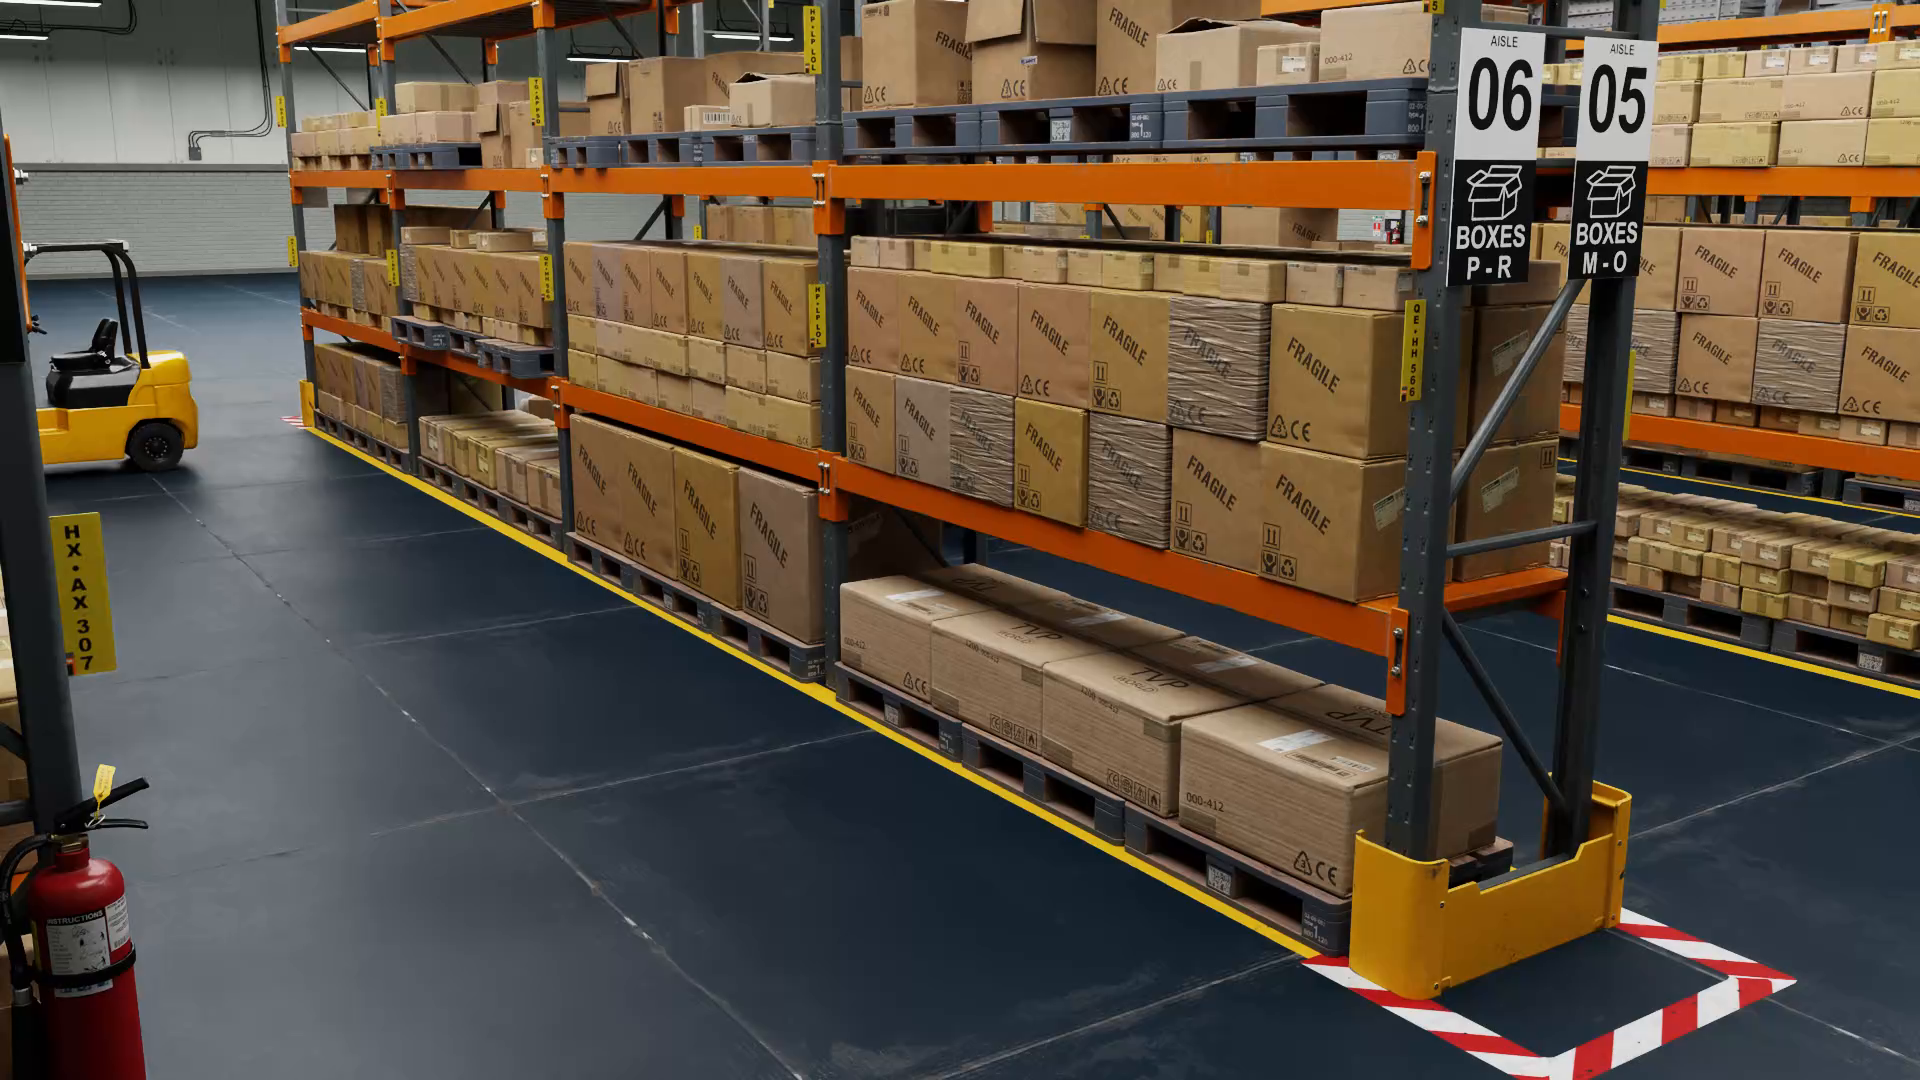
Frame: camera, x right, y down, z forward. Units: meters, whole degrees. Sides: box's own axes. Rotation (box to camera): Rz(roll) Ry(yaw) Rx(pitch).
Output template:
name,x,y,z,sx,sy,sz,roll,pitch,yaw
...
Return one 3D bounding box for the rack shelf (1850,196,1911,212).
name,x,y,z,sx,sy,sz,roll,pitch,yaw
rack shelf,6.851,-3.346,15.801,1.077,0.370,4.000,-8,15,-33

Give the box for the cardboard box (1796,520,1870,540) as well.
name,x,y,z,sx,sy,sz,roll,pitch,yaw
cardboard box,5.345,-0.011,10.190,0.380,0.149,0.250,-7,14,-31

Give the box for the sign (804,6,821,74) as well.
name,x,y,z,sx,sy,sz,roll,pitch,yaw
sign,-0.737,-2.509,8.344,0.100,0.325,0.005,-8,15,-33

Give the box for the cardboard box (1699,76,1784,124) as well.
name,x,y,z,sx,sy,sz,roll,pitch,yaw
cardboard box,4.688,-2.557,9.692,0.500,0.250,0.500,-9,15,-35

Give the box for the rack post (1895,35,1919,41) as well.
name,x,y,z,sx,sy,sz,roll,pitch,yaw
rack post,10.855,-5.494,18.089,0.937,0.300,0.954,-6,14,-27

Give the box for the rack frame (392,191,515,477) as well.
name,x,y,z,sx,sy,sz,roll,pitch,yaw
rack frame,-4.723,-2.126,15.561,1.000,3.000,0.127,-8,15,-33

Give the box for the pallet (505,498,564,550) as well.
name,x,y,z,sx,sy,sz,roll,pitch,yaw
pallet,-2.938,-0.191,13.242,1.003,0.211,1.213,-8,15,-33

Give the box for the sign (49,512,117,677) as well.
name,x,y,z,sx,sy,sz,roll,pitch,yaw
sign,-1.753,0.110,3.313,0.100,0.325,0.005,-8,15,-33

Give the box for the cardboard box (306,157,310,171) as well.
name,x,y,z,sx,sy,sz,roll,pitch,yaw
cardboard box,-6.806,-4.046,17.910,0.380,0.149,0.250,-9,15,-35

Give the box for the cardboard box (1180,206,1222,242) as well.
name,x,y,z,sx,sy,sz,roll,pitch,yaw
cardboard box,3.049,-4.029,20.992,0.500,0.500,0.500,-8,15,-33

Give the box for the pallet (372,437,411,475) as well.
name,x,y,z,sx,sy,sz,roll,pitch,yaw
pallet,-5.124,-0.879,16.386,1.003,0.211,1.213,-8,15,-33

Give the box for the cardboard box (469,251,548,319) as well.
name,x,y,z,sx,sy,sz,roll,pitch,yaw
cardboard box,-3.566,-2.042,13.264,0.500,0.500,0.500,-9,15,-37

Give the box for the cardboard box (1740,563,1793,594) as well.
name,x,y,z,sx,sy,sz,roll,pitch,yaw
cardboard box,4.874,0.204,9.902,0.380,0.149,0.250,-8,15,-32

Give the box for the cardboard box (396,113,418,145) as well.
name,x,y,z,sx,sy,sz,roll,pitch,yaw
cardboard box,-4.451,-3.481,14.107,0.500,0.250,0.500,-8,15,-34

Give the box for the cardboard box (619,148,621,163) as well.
name,x,y,z,sx,sy,sz,roll,pitch,yaw
cardboard box,-2.540,-2.833,12.362,0.380,0.149,0.250,-8,15,-33

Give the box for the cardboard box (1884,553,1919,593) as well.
name,x,y,z,sx,sy,sz,roll,pitch,yaw
cardboard box,5.395,0.186,9.288,0.380,0.149,0.250,-8,15,-32

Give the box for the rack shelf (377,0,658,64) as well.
name,x,y,z,sx,sy,sz,roll,pitch,yaw
rack shelf,-3.615,-4.154,13.413,1.077,0.370,4.000,-8,15,-33

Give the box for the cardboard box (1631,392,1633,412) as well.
name,x,y,z,sx,sy,sz,roll,pitch,yaw
cardboard box,4.286,-0.915,10.612,0.380,0.149,0.250,-8,15,-32

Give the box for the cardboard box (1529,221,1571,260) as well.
name,x,y,z,sx,sy,sz,roll,pitch,yaw
cardboard box,3.822,-1.880,11.168,0.500,0.500,0.500,-8,14,-31

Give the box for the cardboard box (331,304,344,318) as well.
name,x,y,z,sx,sy,sz,roll,pitch,yaw
cardboard box,-6.418,-2.437,17.572,0.380,0.149,0.250,-8,14,-31

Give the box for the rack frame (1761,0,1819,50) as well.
name,x,y,z,sx,sy,sz,roll,pitch,yaw
rack frame,9.867,-6.104,19.712,1.000,3.000,0.127,-8,15,-33

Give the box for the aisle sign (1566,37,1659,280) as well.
name,x,y,z,sx,sy,sz,roll,pitch,yaw
aisle sign,2.207,-1.283,5.622,0.394,0.787,0.004,-8,15,-33

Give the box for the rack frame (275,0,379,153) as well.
name,x,y,z,sx,sy,sz,roll,pitch,yaw
rack frame,-6.939,-5.768,18.173,1.000,3.000,0.127,-8,15,-33

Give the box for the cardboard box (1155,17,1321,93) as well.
name,x,y,z,sx,sy,sz,roll,pitch,yaw
cardboard box,1.138,-1.939,6.680,0.500,0.311,0.500,-8,15,-32

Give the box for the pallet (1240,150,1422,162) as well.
name,x,y,z,sx,sy,sz,roll,pitch,yaw
pallet,2.944,-2.987,12.917,1.213,0.211,1.003,-8,15,-33

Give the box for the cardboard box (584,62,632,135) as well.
name,x,y,z,sx,sy,sz,roll,pitch,yaw
cardboard box,-2.172,-3.086,11.706,0.797,0.503,0.637,-9,15,-36

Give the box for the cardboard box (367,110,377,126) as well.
name,x,y,z,sx,sy,sz,roll,pitch,yaw
cardboard box,-5.288,-3.926,15.492,0.380,0.149,0.250,-9,15,-34

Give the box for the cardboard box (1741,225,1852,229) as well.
name,x,y,z,sx,sy,sz,roll,pitch,yaw
cardboard box,5.123,-1.664,10.177,0.500,0.500,0.500,-9,15,-35

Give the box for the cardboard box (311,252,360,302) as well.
name,x,y,z,sx,sy,sz,roll,pitch,yaw
cardboard box,-6.618,-2.822,17.817,0.500,0.500,0.500,-8,14,-31

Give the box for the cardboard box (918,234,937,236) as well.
name,x,y,z,sx,sy,sz,roll,pitch,yaw
cardboard box,-0.091,-3.088,17.387,0.700,0.500,0.500,-8,15,-34

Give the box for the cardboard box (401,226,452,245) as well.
name,x,y,z,sx,sy,sz,roll,pitch,yaw
cardboard box,-4.757,-2.716,14.830,0.380,0.149,0.250,-8,15,-33

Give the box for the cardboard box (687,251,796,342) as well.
name,x,y,z,sx,sy,sz,roll,pitch,yaw
cardboard box,-1.304,-1.474,10.004,0.500,0.500,0.500,-8,14,-31

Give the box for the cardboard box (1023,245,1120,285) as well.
name,x,y,z,sx,sy,sz,roll,pitch,yaw
cardboard box,0.497,-1.197,7.222,0.380,0.149,0.250,-8,15,-33

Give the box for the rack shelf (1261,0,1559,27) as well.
name,x,y,z,sx,sy,sz,roll,pitch,yaw
rack shelf,2.666,-4.046,12.921,1.077,0.370,4.000,-8,15,-33

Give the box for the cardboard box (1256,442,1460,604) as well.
name,x,y,z,sx,sy,sz,roll,pitch,yaw
cardboard box,1.438,-0.095,6.040,0.500,0.500,0.500,-8,15,-32

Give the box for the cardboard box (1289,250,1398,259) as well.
name,x,y,z,sx,sy,sz,roll,pitch,yaw
cardboard box,1.546,-1.084,6.706,0.380,0.149,0.250,-9,15,-35

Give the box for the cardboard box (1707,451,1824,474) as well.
name,x,y,z,sx,sy,sz,roll,pitch,yaw
cardboard box,7.588,-1.155,15.110,1.225,0.875,0.875,-8,15,-33

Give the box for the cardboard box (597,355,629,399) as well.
name,x,y,z,sx,sy,sz,roll,pitch,yaw
cardboard box,-2.146,-1.135,11.382,0.500,0.250,0.500,-9,15,-34

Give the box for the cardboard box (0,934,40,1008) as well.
name,x,y,z,sx,sy,sz,roll,pitch,yaw
cardboard box,-2.906,1.336,4.599,0.700,0.500,0.500,-7,14,-30

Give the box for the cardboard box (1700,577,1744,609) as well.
name,x,y,z,sx,sy,sz,roll,pitch,yaw
cardboard box,4.748,0.301,10.154,0.380,0.149,0.250,-8,15,-32

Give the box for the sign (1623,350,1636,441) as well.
name,x,y,z,sx,sy,sz,roll,pitch,yaw
sign,2.391,-0.518,5.996,0.100,0.325,0.005,-8,15,-33

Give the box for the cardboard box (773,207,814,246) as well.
name,x,y,z,sx,sy,sz,roll,pitch,yaw
cardboard box,-1.720,-3.690,19.834,0.875,0.550,0.500,-8,15,-33

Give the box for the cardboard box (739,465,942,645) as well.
name,x,y,z,sx,sy,sz,roll,pitch,yaw
cardboard box,-0.700,0.029,9.698,0.875,0.875,0.875,-8,14,-31

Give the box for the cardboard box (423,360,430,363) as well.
name,x,y,z,sx,sy,sz,roll,pitch,yaw
cardboard box,-5.131,-1.585,16.785,0.500,0.500,0.500,-7,14,-30

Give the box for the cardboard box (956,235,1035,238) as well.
name,x,y,z,sx,sy,sz,roll,pitch,yaw
cardboard box,0.201,-1.480,8.516,0.380,0.149,0.250,-8,14,-31

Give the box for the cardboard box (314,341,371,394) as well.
name,x,y,z,sx,sy,sz,roll,pitch,yaw
cardboard box,-6.709,-1.885,18.158,0.500,0.500,0.500,-9,15,-35

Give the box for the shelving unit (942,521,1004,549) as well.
name,x,y,z,sx,sy,sz,roll,pitch,yaw
shelving unit,0.092,-0.557,12.598,0.258,1.200,0.503,-8,15,-33

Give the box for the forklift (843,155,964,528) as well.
name,x,y,z,sx,sy,sz,roll,pitch,yaw
forklift,-0.520,-1.763,14.063,1.130,2.935,3.031,-4,13,-20

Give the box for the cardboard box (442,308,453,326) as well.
name,x,y,z,sx,sy,sz,roll,pitch,yaw
cardboard box,-4.220,-1.935,14.293,0.380,0.149,0.250,-8,15,-32

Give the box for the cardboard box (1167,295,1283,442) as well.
name,x,y,z,sx,sy,sz,roll,pitch,yaw
cardboard box,1.147,-0.676,6.356,0.500,0.500,0.500,-8,15,-33

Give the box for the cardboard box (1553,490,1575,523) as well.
name,x,y,z,sx,sy,sz,roll,pitch,yaw
cardboard box,4.077,-0.229,11.185,0.380,0.149,0.250,-8,15,-34

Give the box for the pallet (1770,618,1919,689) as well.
name,x,y,z,sx,sy,sz,roll,pitch,yaw
pallet,5.528,0.605,9.603,1.003,0.211,1.213,-8,15,-33

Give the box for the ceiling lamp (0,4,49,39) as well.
name,x,y,z,sx,sy,sz,roll,pitch,yaw
ceiling lamp,-21.960,-13.011,37.632,2.000,3.185,0.800,-8,15,-33
